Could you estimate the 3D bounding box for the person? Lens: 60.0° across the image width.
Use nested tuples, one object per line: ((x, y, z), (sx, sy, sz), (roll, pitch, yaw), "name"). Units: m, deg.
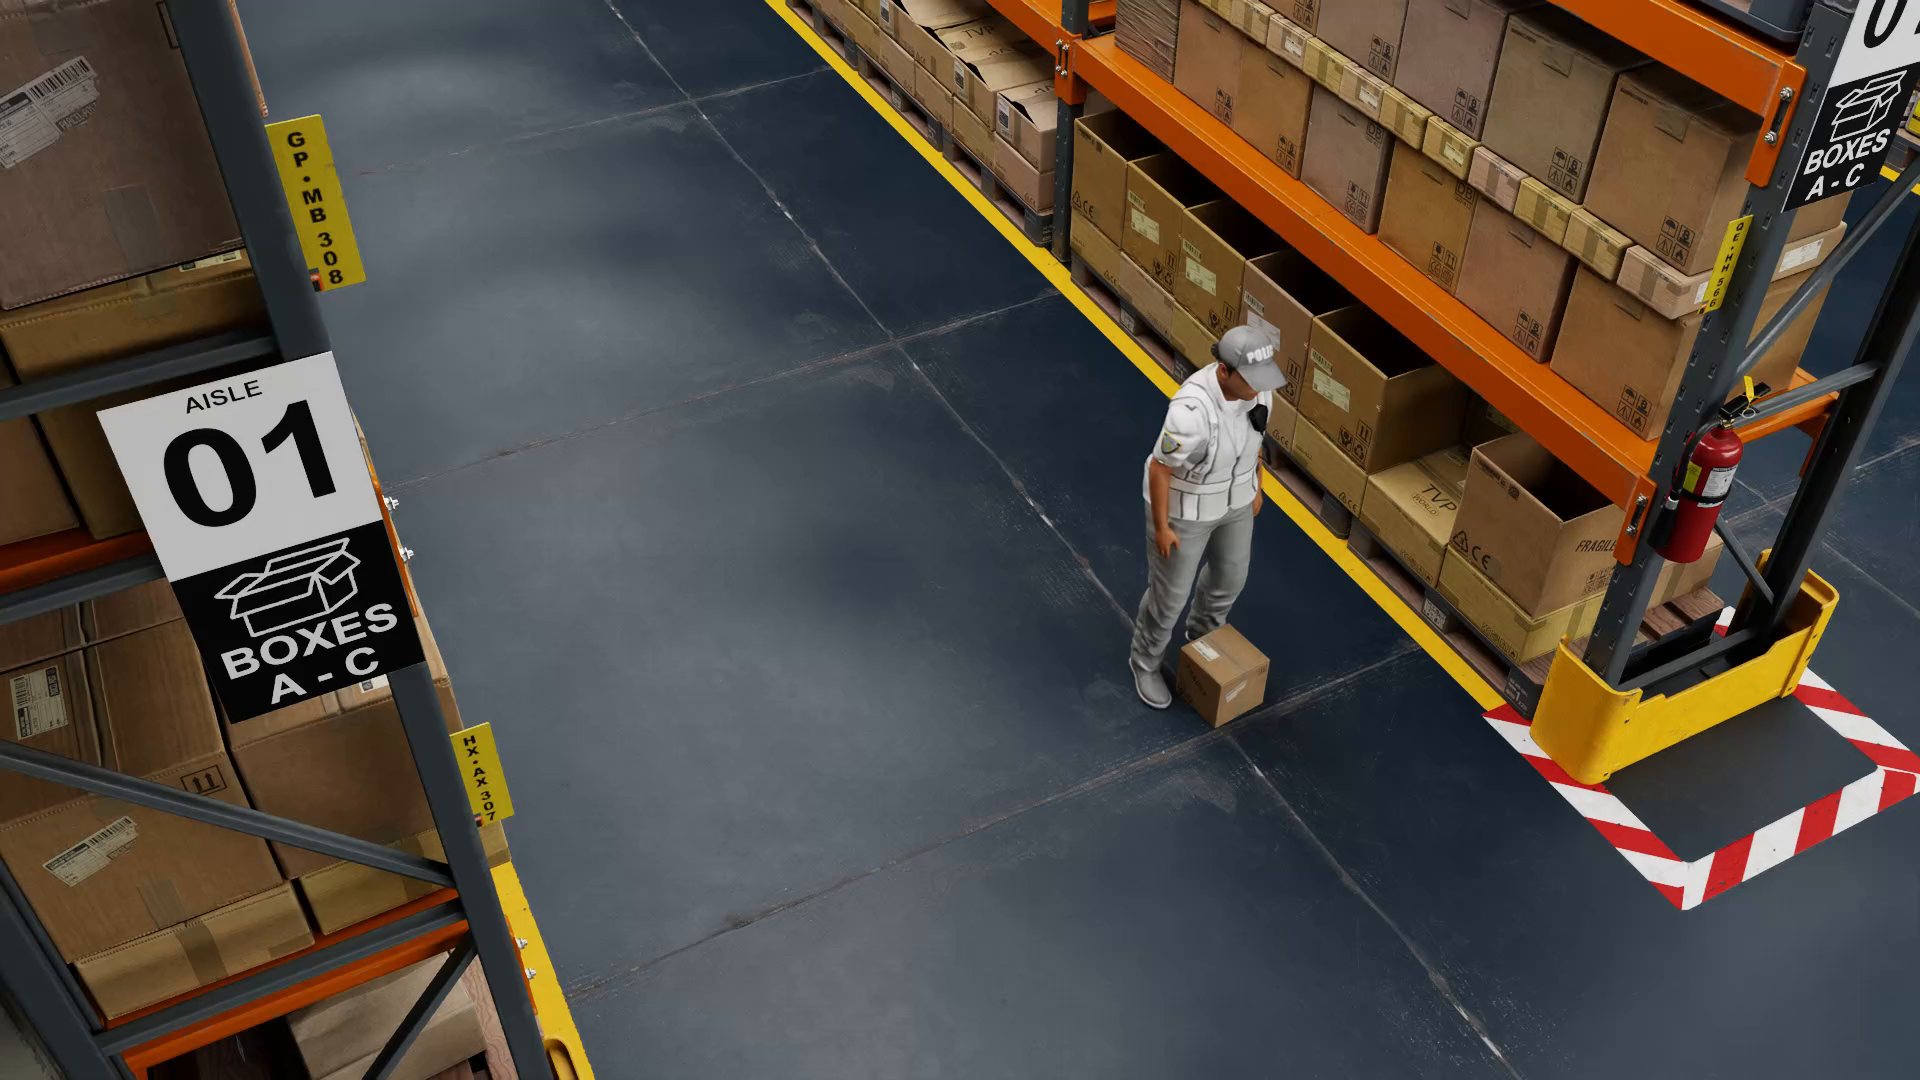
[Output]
((0.929, -0.114, 6.283), (0.563, 1.665, 0.471), (-23, 46, -24), "person")
